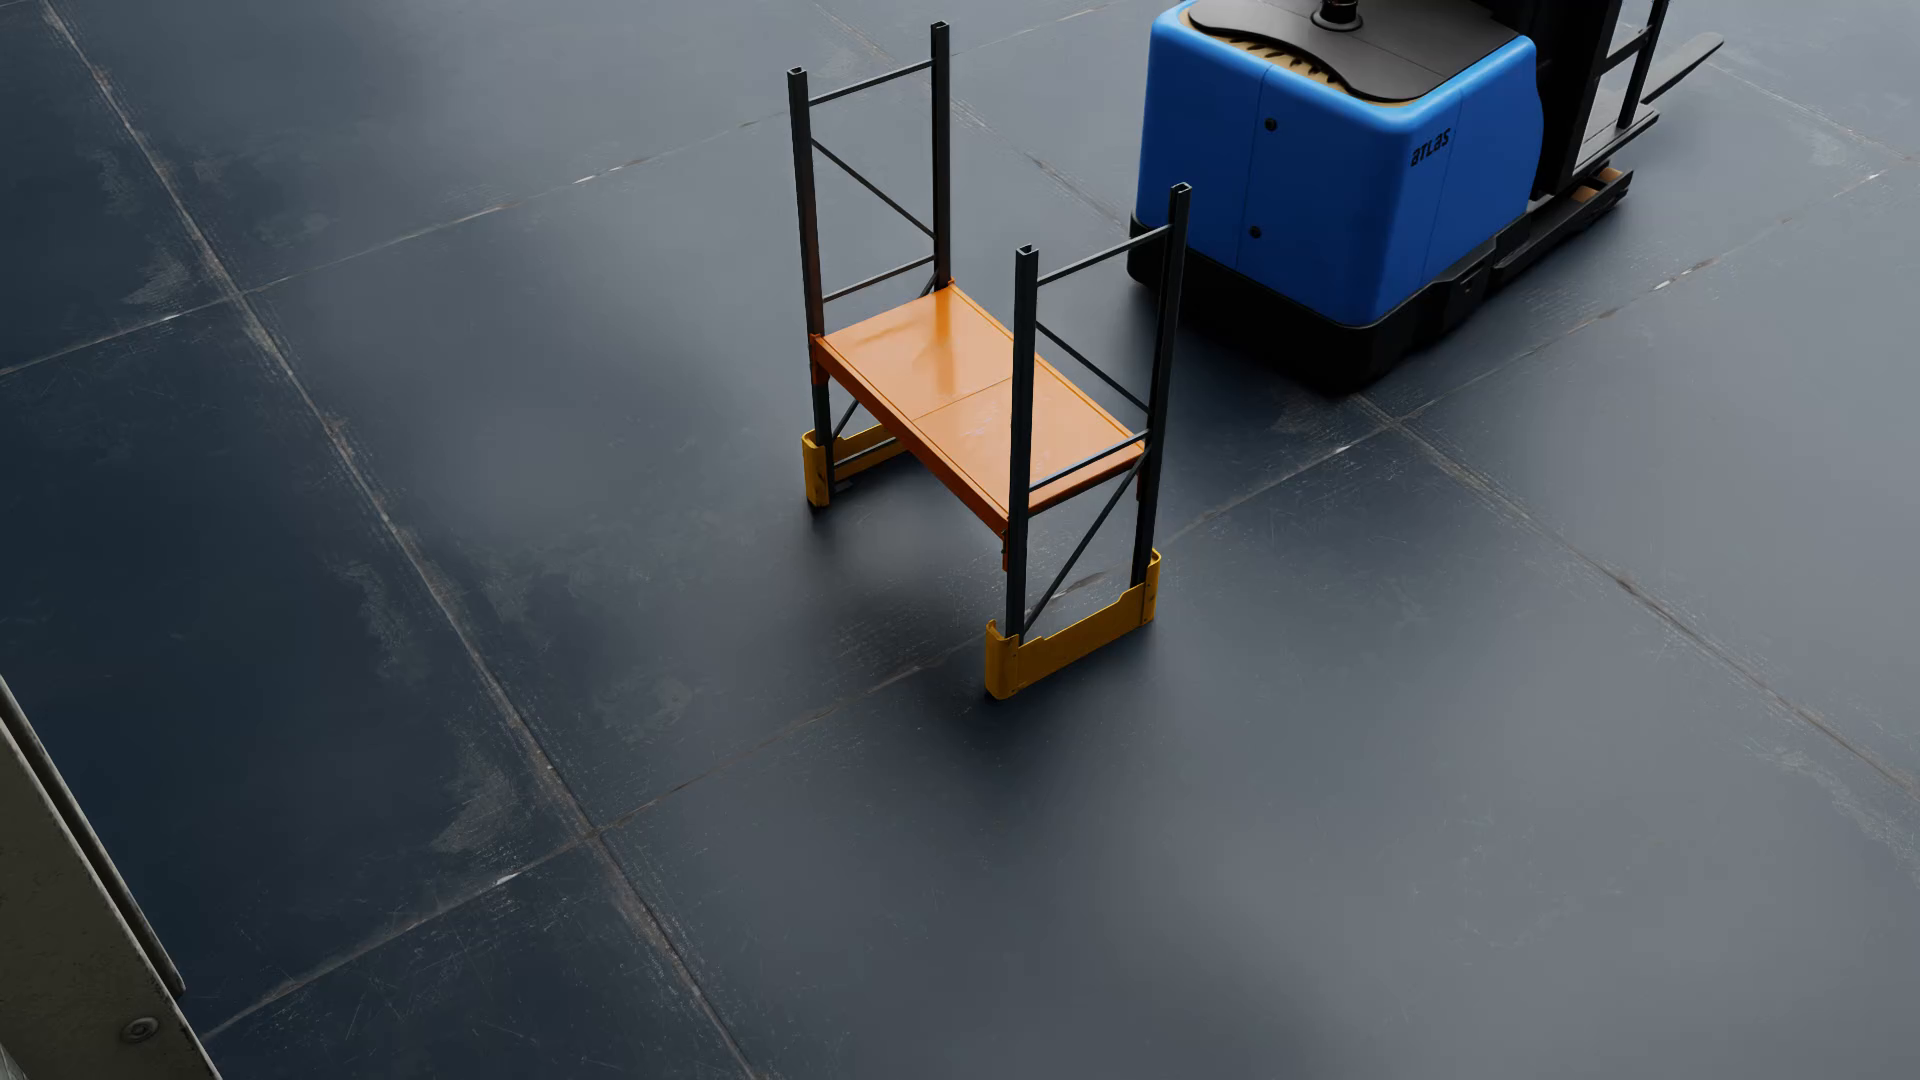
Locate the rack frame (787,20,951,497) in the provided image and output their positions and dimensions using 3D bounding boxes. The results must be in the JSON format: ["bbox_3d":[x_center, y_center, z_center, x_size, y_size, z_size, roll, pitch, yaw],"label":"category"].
[{"bbox_3d":[-0.242,-0.782,4.983,0.500,1.500,0.032,-26,49,-24],"label":"rack frame"}]

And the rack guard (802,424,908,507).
[{"bbox_3d":[-0.241,-0.329,5.414,0.587,0.250,0.087,-26,49,-24],"label":"rack guard"}]

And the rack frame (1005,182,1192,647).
[{"bbox_3d":[0.340,-0.206,4.380,0.500,1.500,0.032,-26,49,-24],"label":"rack frame"}]

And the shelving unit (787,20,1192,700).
[{"bbox_3d":[0.044,-0.499,4.687,0.587,1.500,1.083,-26,49,-24],"label":"shelving unit"}]

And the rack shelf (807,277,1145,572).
[{"bbox_3d":[0.049,-0.364,4.806,0.538,0.185,1.000,-26,49,-24],"label":"rack shelf"}]

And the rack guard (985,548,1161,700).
[{"bbox_3d":[0.328,0.235,4.823,0.587,0.250,0.087,-26,49,-24],"label":"rack guard"}]

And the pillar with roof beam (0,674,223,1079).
[{"bbox_3d":[1.583,-3.706,2.615,9.100,9.000,0.400,-26,49,-24],"label":"pillar with roof beam"}]

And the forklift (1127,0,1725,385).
[{"bbox_3d":[2.017,-2.504,5.751,1.130,2.935,3.031,34,53,31],"label":"forklift"}]
